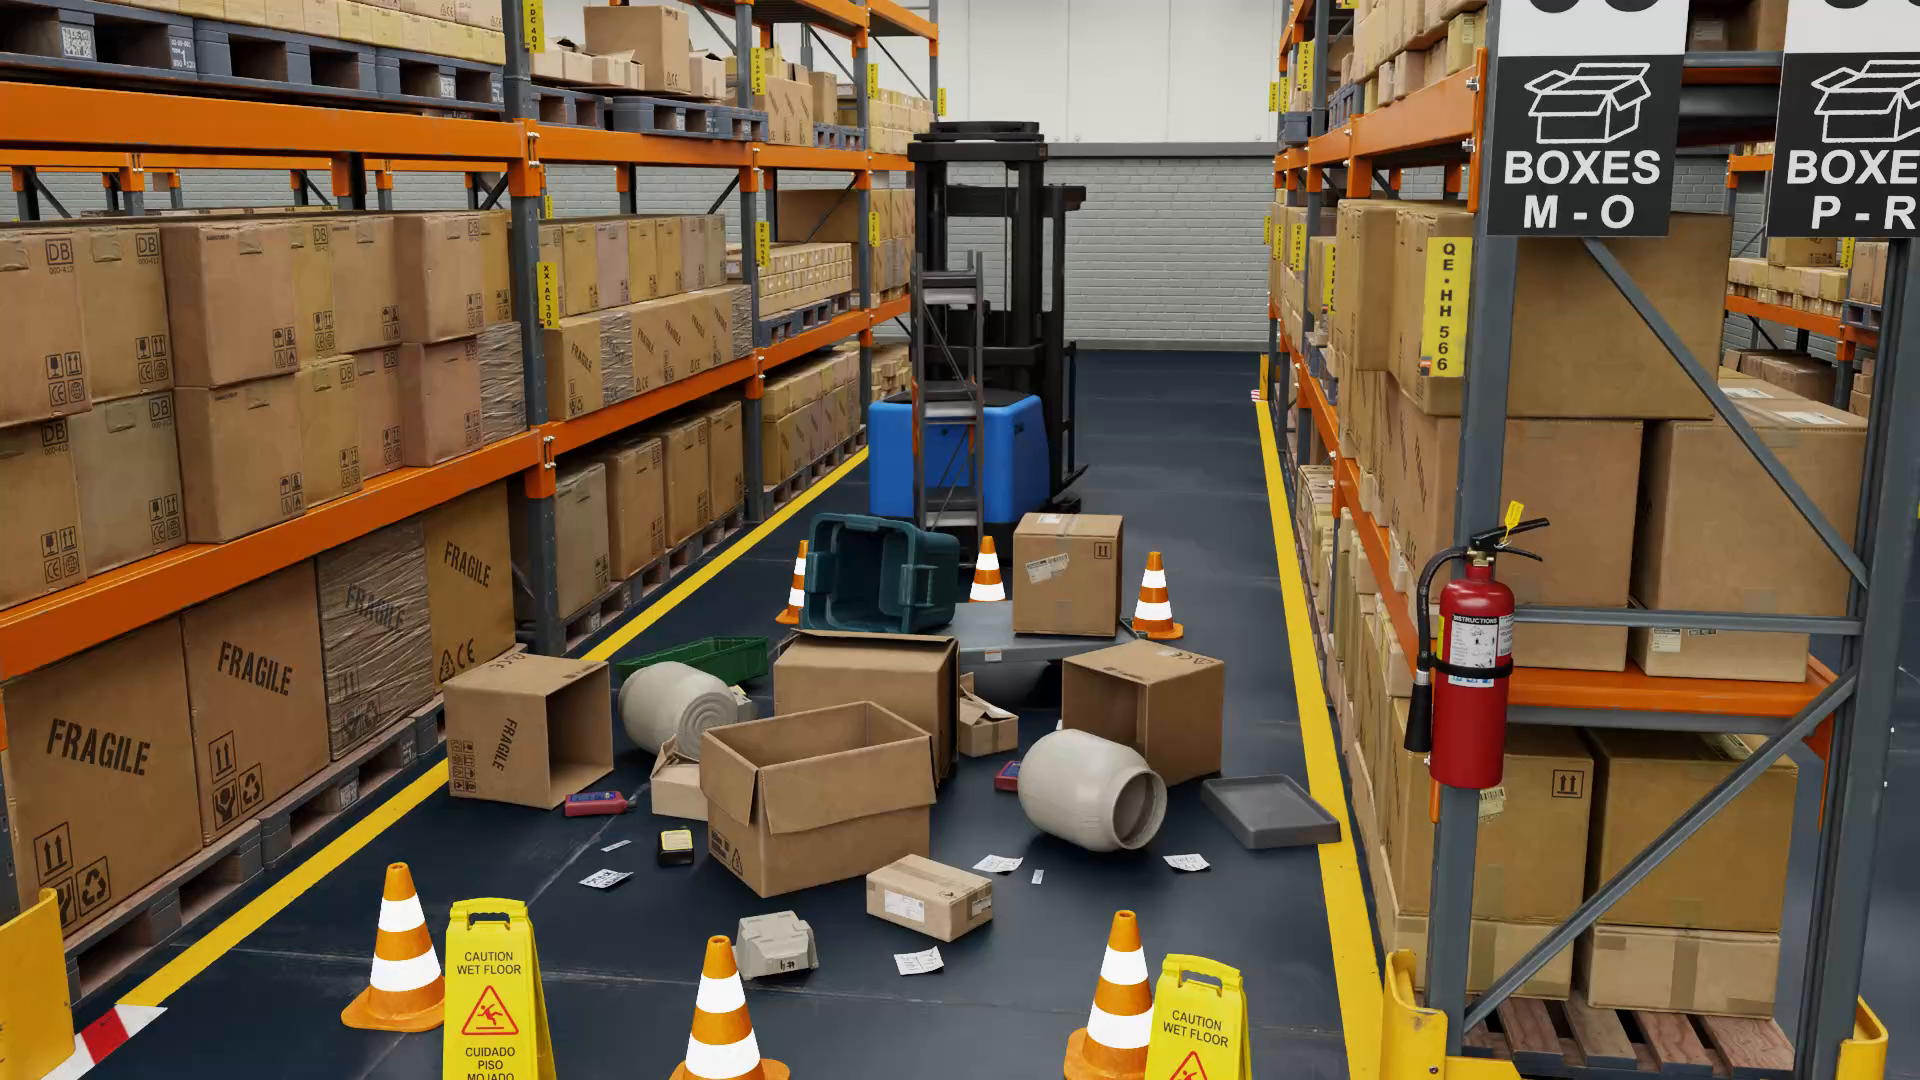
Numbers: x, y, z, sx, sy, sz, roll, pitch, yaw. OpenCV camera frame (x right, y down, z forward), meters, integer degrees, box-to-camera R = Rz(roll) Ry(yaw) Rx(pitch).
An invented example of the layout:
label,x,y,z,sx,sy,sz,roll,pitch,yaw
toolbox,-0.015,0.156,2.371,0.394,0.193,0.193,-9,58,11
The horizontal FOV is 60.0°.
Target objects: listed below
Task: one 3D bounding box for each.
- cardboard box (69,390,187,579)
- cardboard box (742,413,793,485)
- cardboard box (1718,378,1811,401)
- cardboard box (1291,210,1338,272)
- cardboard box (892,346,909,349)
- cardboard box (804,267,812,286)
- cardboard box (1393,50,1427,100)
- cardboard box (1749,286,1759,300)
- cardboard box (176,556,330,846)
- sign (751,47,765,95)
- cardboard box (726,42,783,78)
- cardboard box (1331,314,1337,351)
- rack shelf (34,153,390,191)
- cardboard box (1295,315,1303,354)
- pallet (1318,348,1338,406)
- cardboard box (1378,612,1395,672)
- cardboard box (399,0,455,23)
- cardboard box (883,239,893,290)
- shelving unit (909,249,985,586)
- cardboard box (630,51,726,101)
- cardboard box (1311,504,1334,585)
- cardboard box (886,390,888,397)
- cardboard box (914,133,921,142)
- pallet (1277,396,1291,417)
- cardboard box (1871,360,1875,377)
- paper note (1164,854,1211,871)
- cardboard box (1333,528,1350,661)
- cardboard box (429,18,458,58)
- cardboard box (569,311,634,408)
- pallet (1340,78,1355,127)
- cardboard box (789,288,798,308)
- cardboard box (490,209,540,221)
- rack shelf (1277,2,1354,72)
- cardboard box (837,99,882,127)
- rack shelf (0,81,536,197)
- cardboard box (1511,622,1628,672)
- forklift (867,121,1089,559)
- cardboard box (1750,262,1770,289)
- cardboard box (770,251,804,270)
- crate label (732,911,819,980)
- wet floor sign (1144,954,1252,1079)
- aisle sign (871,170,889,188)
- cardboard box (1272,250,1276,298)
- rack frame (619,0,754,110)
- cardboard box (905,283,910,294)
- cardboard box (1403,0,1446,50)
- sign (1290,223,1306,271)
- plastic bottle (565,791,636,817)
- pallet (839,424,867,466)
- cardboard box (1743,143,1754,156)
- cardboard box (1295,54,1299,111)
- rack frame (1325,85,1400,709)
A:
label,x,y,z,sx,sy,sz,roll,pitch,yaw
cardboard box,-3.143,-0.210,5.494,0.875,0.550,0.550,2,12,9
cardboard box,-1.628,-0.731,13.201,0.500,0.500,0.500,1,12,6
cardboard box,2.111,-0.196,4.838,0.500,0.500,0.500,2,12,10
cardboard box,2.978,-2.438,13.576,0.500,0.500,0.500,2,12,8
cardboard box,-0.599,-2.149,19.205,0.380,0.149,0.250,2,12,7
cardboard box,-1.481,-2.255,14.230,0.380,0.149,0.250,2,12,11
cardboard box,1.659,-1.552,5.550,0.380,0.149,0.250,2,12,8
cardboard box,8.633,-2.631,17.679,0.380,0.149,0.250,2,12,10
cardboard box,-3.047,0.564,6.304,0.875,0.875,0.875,2,12,8
sign,-1.441,-3.347,11.867,0.100,0.325,0.005,2,12,9
cardboard box,-1.574,-3.681,12.777,0.396,0.266,0.258,2,12,9
cardboard box,2.222,-1.243,8.700,0.500,0.500,0.500,2,12,9
rack shelf,-6.566,-3.321,14.872,1.077,0.370,4.000,2,12,9
cardboard box,2.739,-1.509,12.234,0.500,0.250,0.500,1,12,7
pallet,2.654,-0.962,9.792,1.003,0.211,1.213,2,12,9
cardboard box,1.585,0.345,5.481,0.380,0.149,0.250,2,12,10
cardboard box,-2.504,-2.352,7.084,0.500,0.250,0.500,2,12,8
cardboard box,-0.979,-2.834,17.078,0.500,0.500,0.500,2,12,9
shelving unit,-0.083,-0.781,10.625,0.431,2.100,0.503,-2,12,-6
cardboard box,-1.853,-3.058,10.921,0.500,0.311,0.500,2,12,9
cardboard box,2.594,0.039,9.933,0.950,0.372,0.625,2,12,11
cardboard box,-0.975,-1.539,17.783,0.380,0.149,0.250,1,12,6
cardboard box,-0.727,-4.354,18.314,0.500,0.250,0.500,2,12,11
pallet,3.913,-1.349,17.752,1.003,0.211,1.213,2,12,9
cardboard box,8.128,-1.466,14.366,0.380,0.149,0.250,1,12,6
paper note,0.860,1.213,6.292,0.142,0.019,0.148,-2,12,-11
cardboard box,1.946,0.250,7.464,0.500,0.500,0.500,2,12,11
cardboard box,-2.420,-2.181,7.236,0.380,0.149,0.250,2,12,10
cardboard box,-2.180,-1.031,9.418,0.500,0.500,0.500,2,12,9
pallet,2.503,-2.136,8.111,1.213,0.211,1.003,2,12,9
cardboard box,-1.559,-2.001,13.759,0.380,0.149,0.250,2,12,11
cardboard box,-5.459,-3.784,20.303,0.500,0.500,0.500,2,12,9
rack shelf,3.841,-5.104,16.972,1.077,0.370,4.000,2,12,9
cardboard box,-1.062,-4.171,16.277,0.500,0.250,0.500,2,12,11
rack shelf,-2.911,-1.474,6.301,1.077,0.370,4.000,2,12,9
cardboard box,1.534,0.234,4.383,0.380,0.149,0.250,2,12,11
forklift,0.294,-1.570,12.321,1.130,2.935,3.031,4,13,17
cardboard box,8.566,-2.750,17.285,0.500,0.250,0.500,2,12,8
cardboard box,-1.525,-2.345,13.944,0.380,0.149,0.250,2,12,10
crate label,-0.610,1.333,5.481,0.250,0.136,0.298,-5,13,-21
wet floor sign,0.601,1.352,4.188,0.267,0.644,0.232,7,14,28
aisle sign,-1.043,-4.570,19.906,0.394,0.787,0.004,2,12,9
cardboard box,3.645,-2.881,18.005,0.500,0.500,0.500,2,12,8
rack frame,-1.988,-4.541,11.705,1.000,3.000,0.127,2,12,9
cardboard box,-0.714,-2.863,18.754,0.380,0.149,0.250,1,12,6
cardboard box,1.654,-1.670,5.154,0.500,0.250,0.500,2,12,10
sign,2.369,-2.052,11.649,0.100,0.325,0.005,2,12,9
plastic bottle,-1.474,1.082,6.830,0.283,0.061,0.133,-2,12,-11
pallet,-1.492,-0.916,15.742,1.003,0.211,1.213,2,12,9
cardboard box,8.775,-4.259,18.113,0.380,0.149,0.250,2,12,10
cardboard box,2.903,-3.566,13.066,0.500,0.500,0.500,2,12,9
rack frame,2.303,-0.636,7.827,1.000,3.000,0.127,2,12,9
